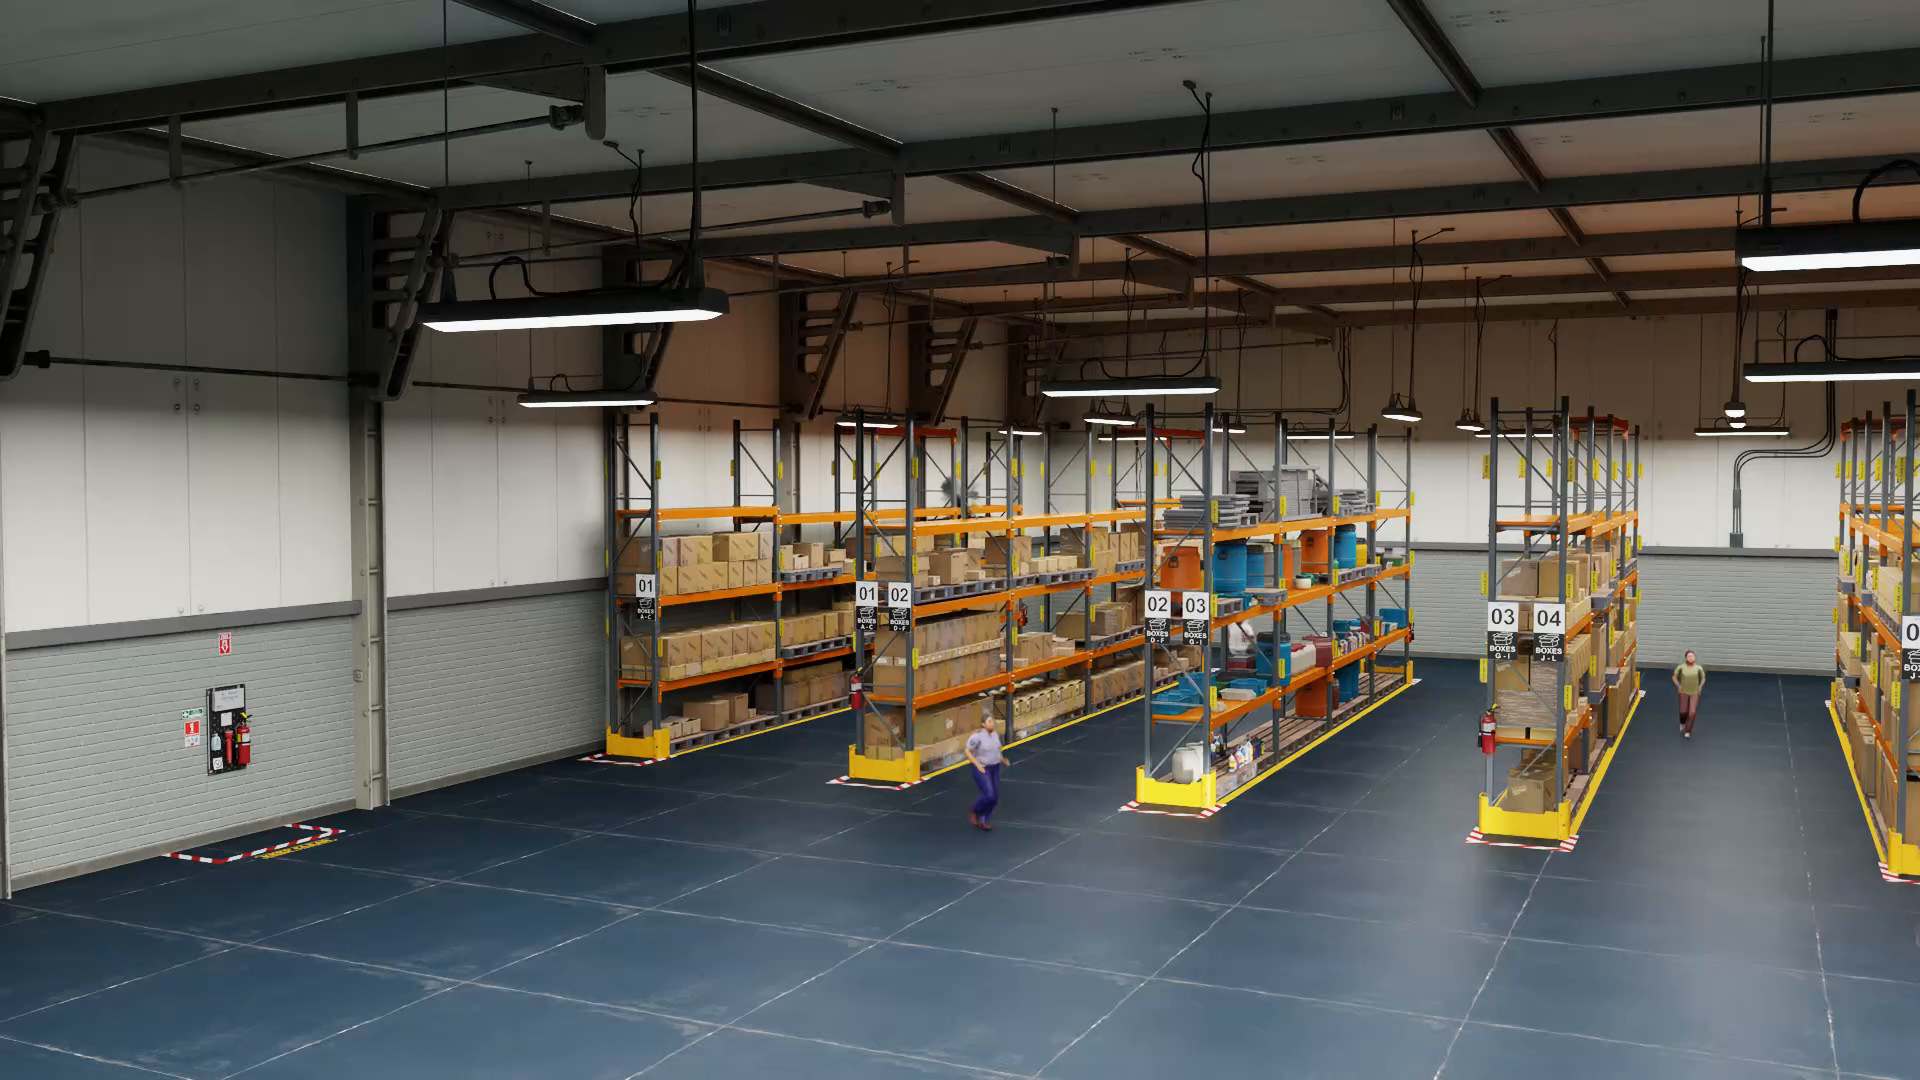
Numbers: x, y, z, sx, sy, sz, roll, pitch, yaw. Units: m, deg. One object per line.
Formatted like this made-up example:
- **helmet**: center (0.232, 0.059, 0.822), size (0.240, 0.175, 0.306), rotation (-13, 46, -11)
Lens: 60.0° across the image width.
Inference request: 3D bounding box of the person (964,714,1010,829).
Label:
- **person**: center (0.405, 3.229, 23.090), size (0.582, 1.591, 0.531), rotation (-2, 3, -44)

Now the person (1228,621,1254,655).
- **person**: center (6.443, 2.510, 38.428), size (0.705, 1.742, 0.819), rotation (1, 3, 21)

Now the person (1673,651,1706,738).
- **person**: center (13.643, 2.878, 31.106), size (0.563, 1.624, 0.533), rotation (1, 3, 19)
